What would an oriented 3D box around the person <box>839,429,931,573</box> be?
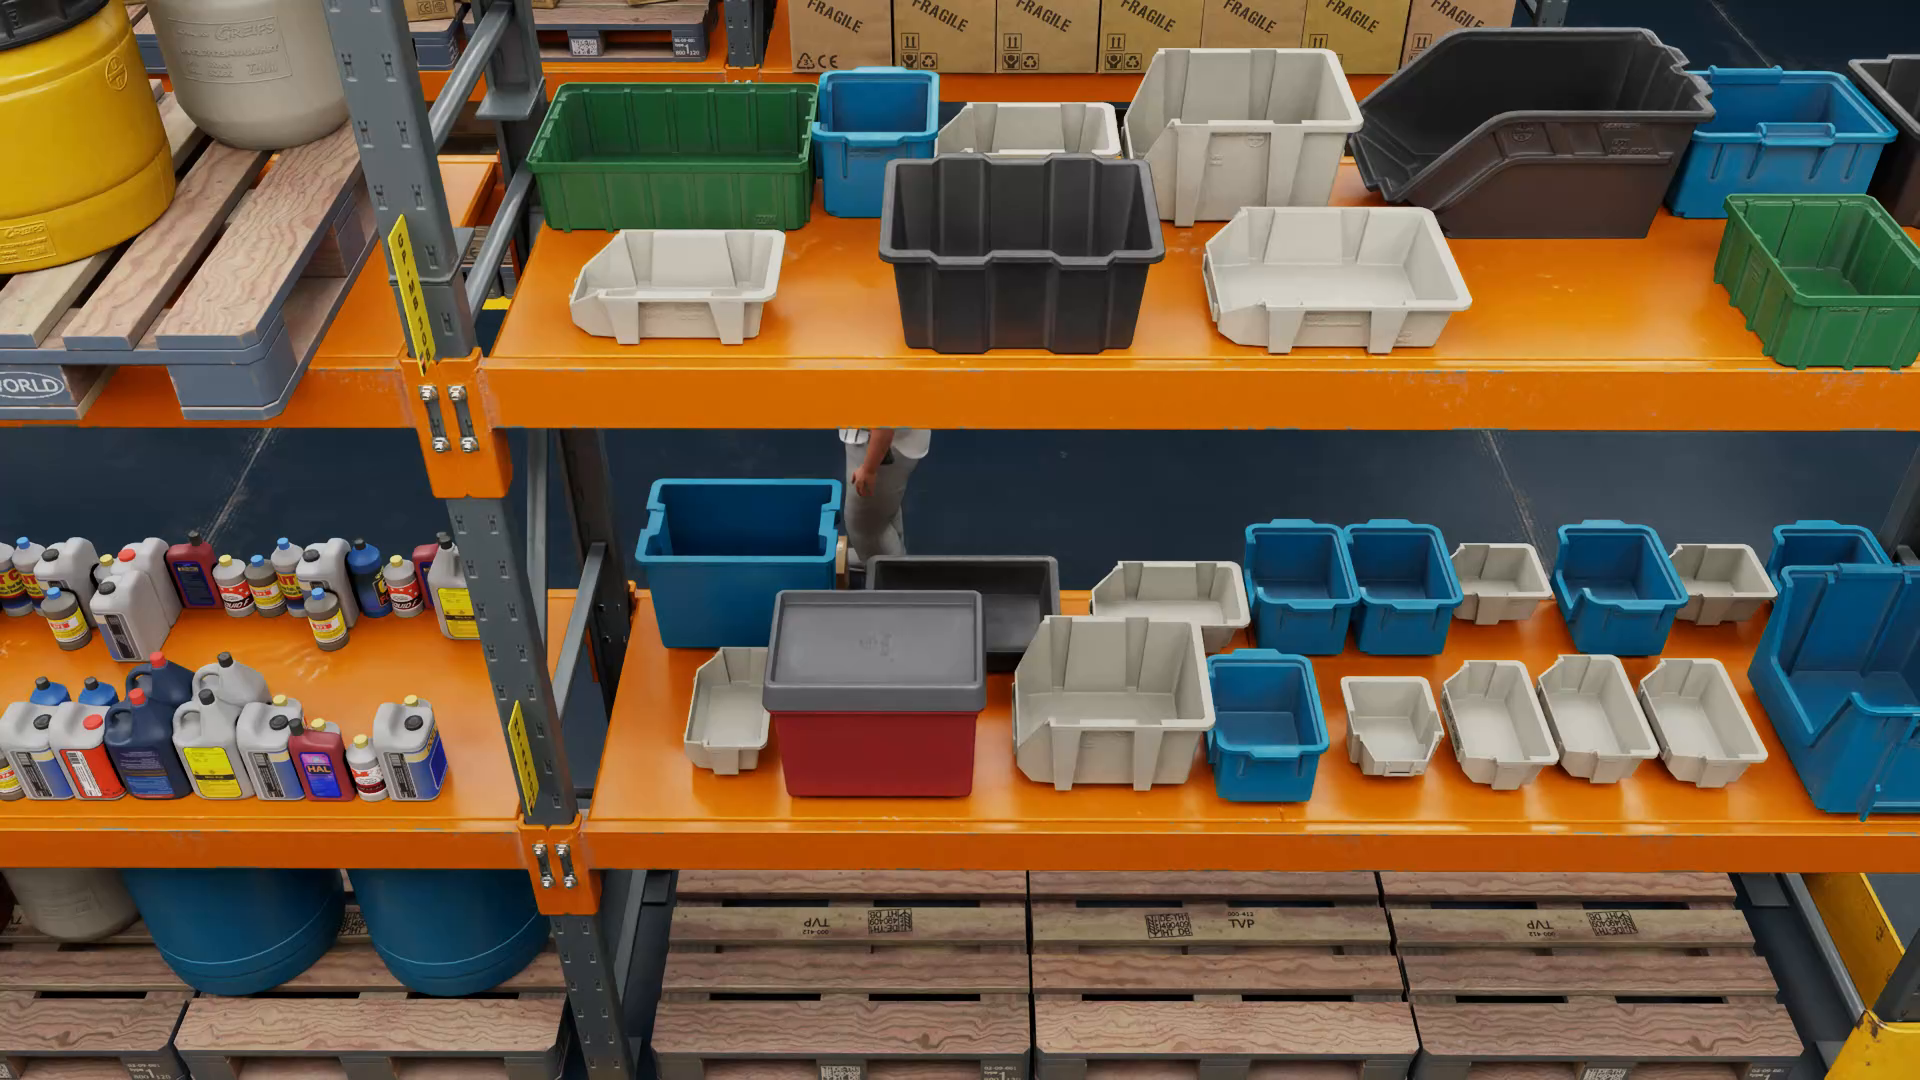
[{"bbox_3d":[-0.329,-0.431,6.675,0.435,1.747,0.581,-1,39,-2],"label":"person"}]
